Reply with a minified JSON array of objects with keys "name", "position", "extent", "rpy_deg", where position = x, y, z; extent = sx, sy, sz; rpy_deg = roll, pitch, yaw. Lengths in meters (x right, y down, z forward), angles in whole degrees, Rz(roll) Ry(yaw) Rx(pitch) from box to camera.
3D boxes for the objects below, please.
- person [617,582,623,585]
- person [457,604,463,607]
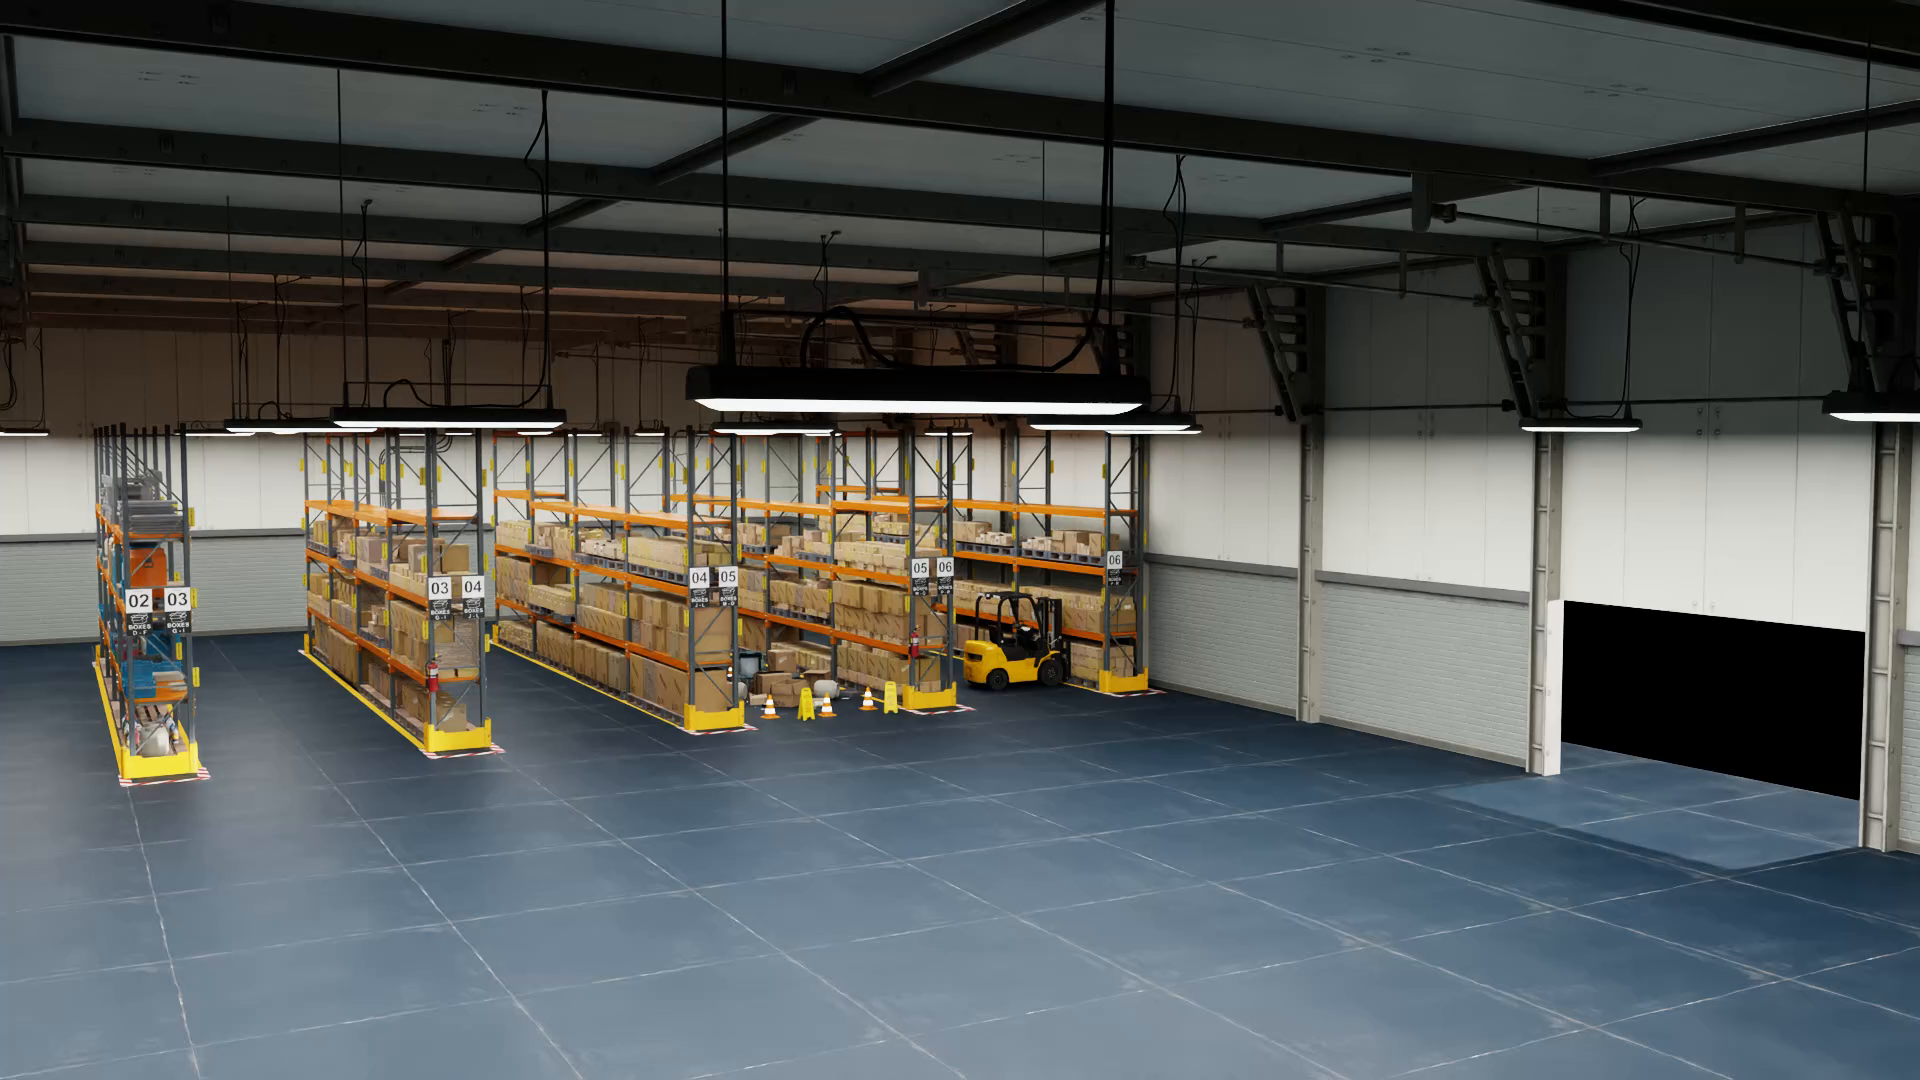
[{"name":"person","position":[-9.810,2.010,47.560],"extent":[0.946,1.643,0.495],"rpy_deg":[0,3,-3]},{"name":"person","position":[-13.208,2.185,43.940],"extent":[0.528,1.712,1.069],"rpy_deg":[-2,4,-26]}]
